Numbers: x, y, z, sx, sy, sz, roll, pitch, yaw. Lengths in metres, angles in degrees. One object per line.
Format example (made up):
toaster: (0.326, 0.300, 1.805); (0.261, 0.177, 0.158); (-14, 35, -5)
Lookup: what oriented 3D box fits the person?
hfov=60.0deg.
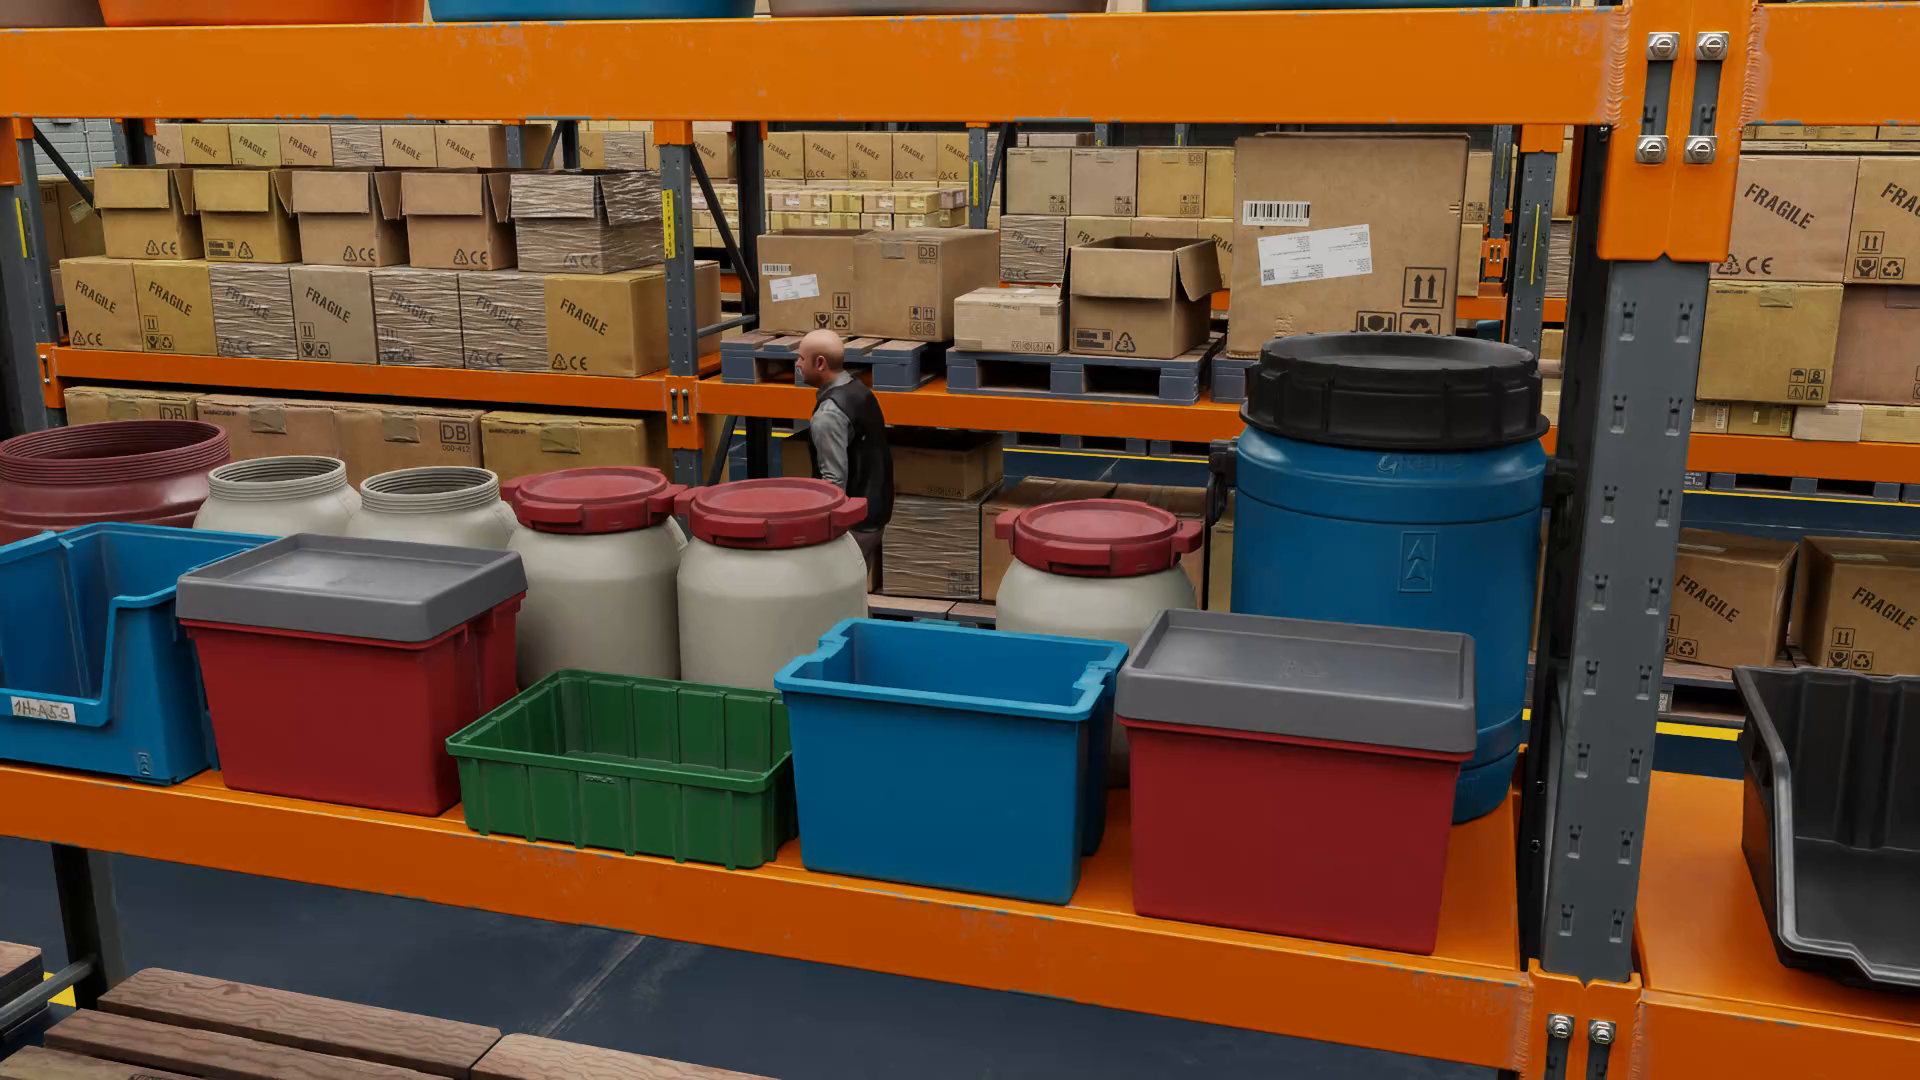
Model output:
person: (-0.509, -0.071, 7.332); (0.427, 1.720, 0.589); (3, 15, 13)
